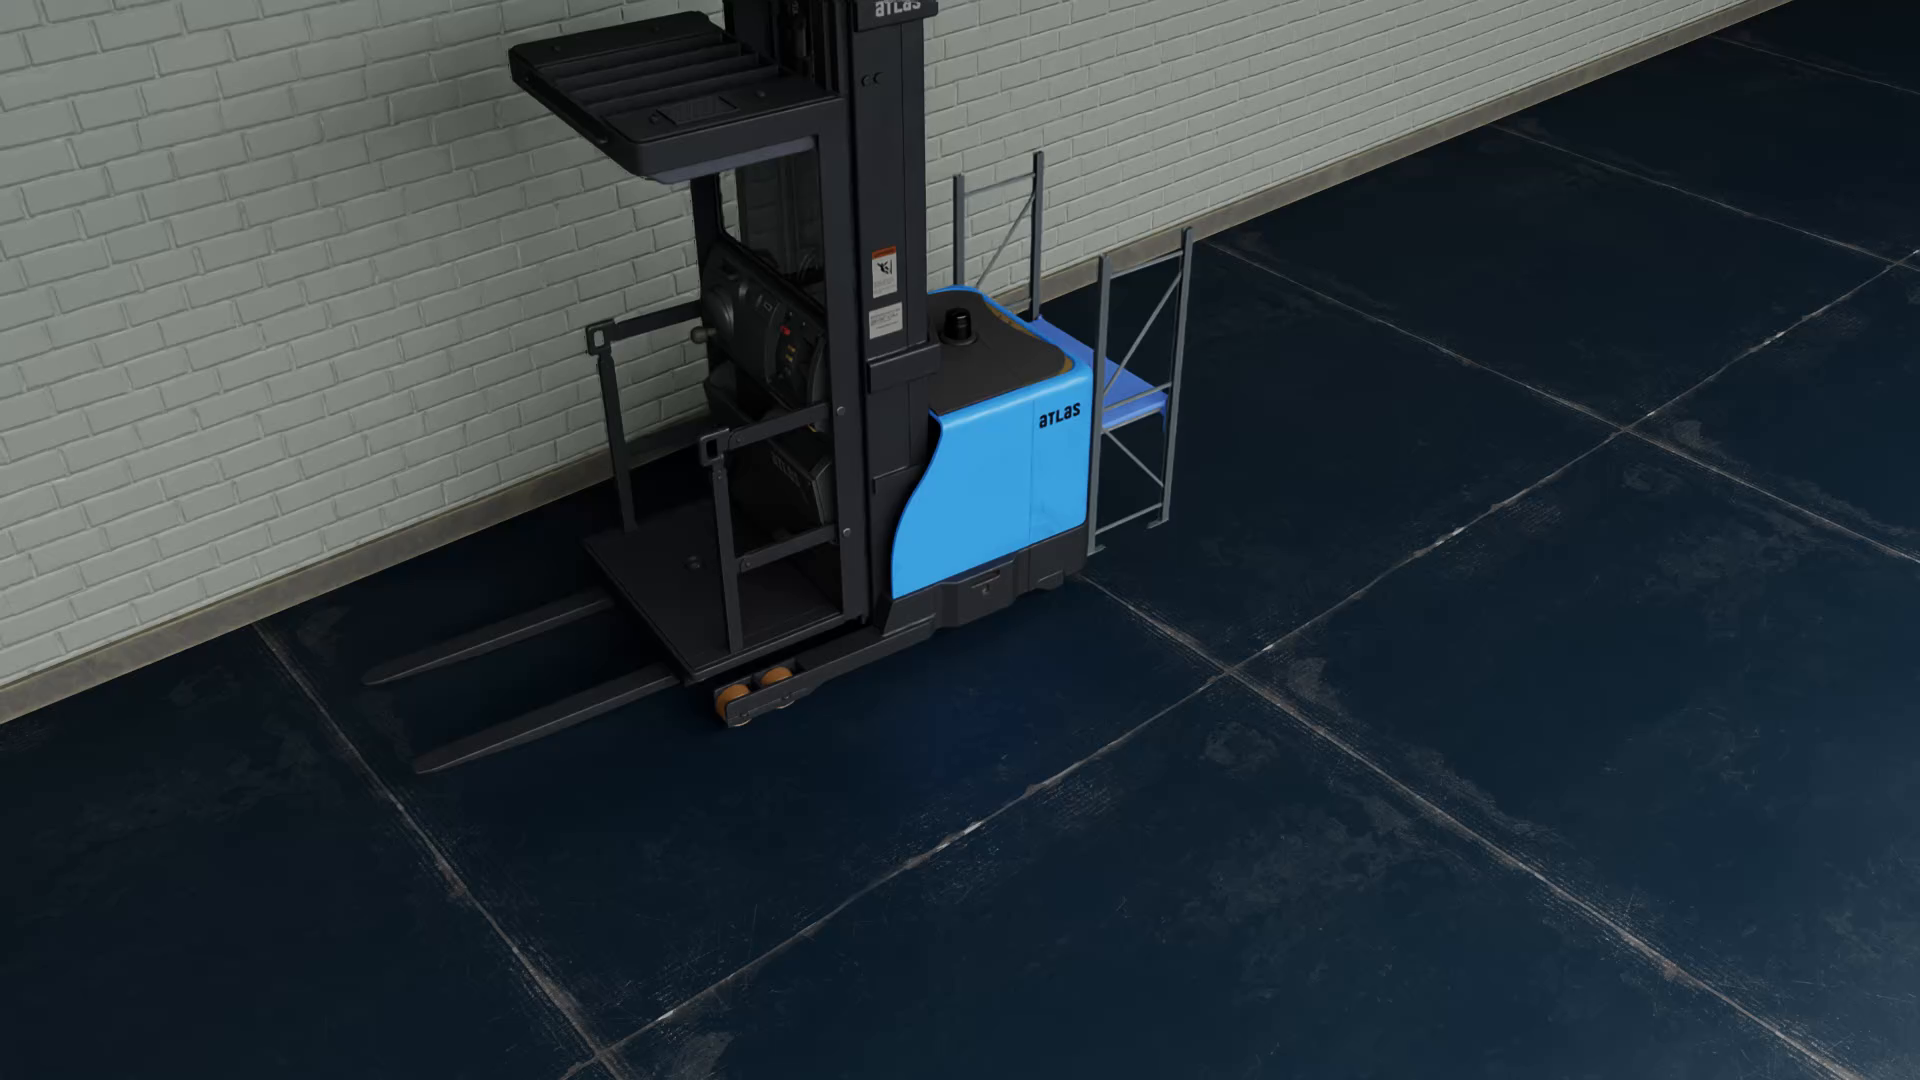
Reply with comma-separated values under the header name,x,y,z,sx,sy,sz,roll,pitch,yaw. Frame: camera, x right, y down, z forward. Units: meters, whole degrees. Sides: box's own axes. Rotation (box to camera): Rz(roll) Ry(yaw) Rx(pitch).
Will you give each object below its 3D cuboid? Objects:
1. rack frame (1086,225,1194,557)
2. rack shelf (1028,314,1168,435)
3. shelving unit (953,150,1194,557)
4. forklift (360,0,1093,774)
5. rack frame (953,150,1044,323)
name,x,y,z,sx,sy,sz,roll,pitch,yaw
rack frame,0.777,-0.627,7.337,0.500,1.500,0.032,-23,41,-29
rack shelf,0.478,-0.718,7.776,0.538,0.185,1.000,-23,41,-29
shelving unit,0.478,-0.864,7.673,0.538,1.500,1.048,-23,41,-29
forklift,-0.937,-0.796,6.338,3.031,2.935,1.130,-21,40,-27
rack frame,0.179,-1.102,8.008,0.500,1.500,0.032,-23,41,-29
